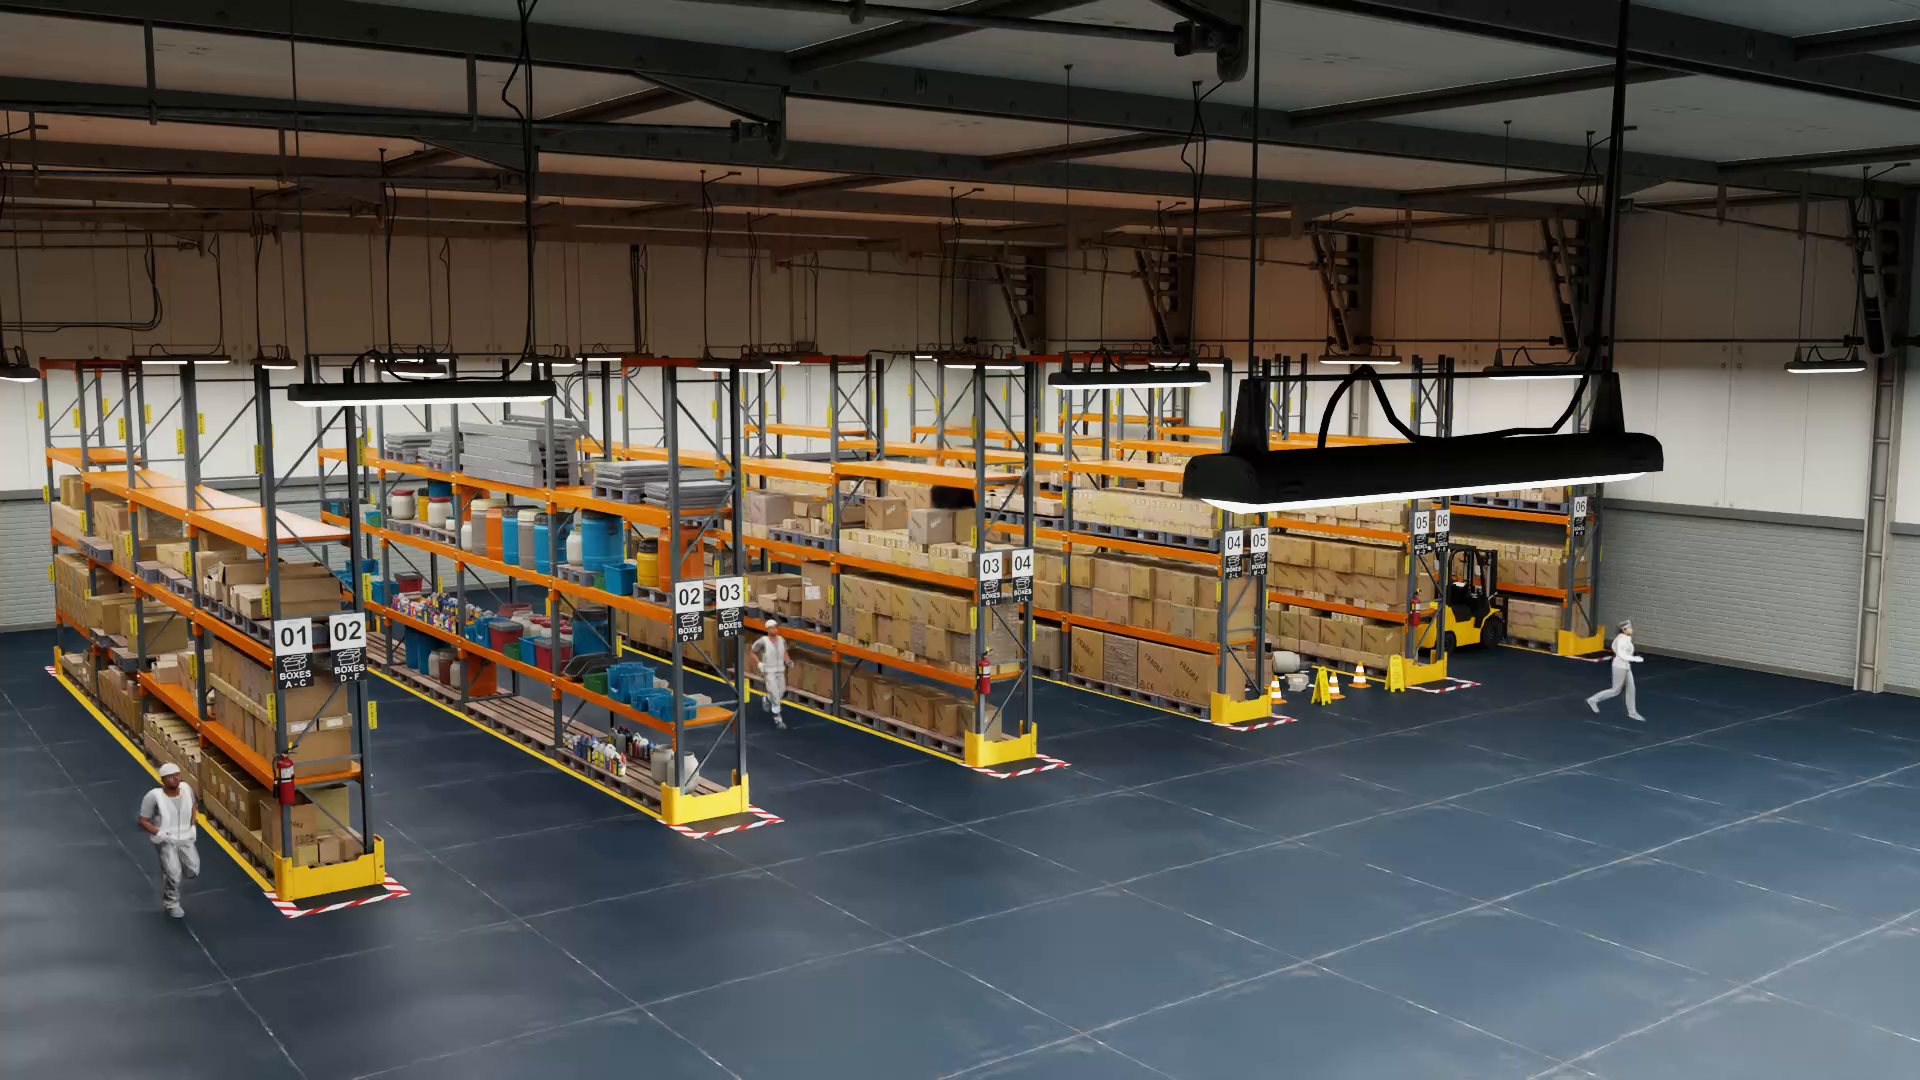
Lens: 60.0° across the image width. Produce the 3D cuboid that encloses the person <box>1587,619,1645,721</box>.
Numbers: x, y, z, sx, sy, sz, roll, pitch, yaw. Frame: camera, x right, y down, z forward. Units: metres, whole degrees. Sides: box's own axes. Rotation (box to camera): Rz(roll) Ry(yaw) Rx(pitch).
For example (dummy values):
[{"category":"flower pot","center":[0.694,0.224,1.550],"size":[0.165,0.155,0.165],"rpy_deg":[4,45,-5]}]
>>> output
[{"category":"person","center":[11.023,2.164,27.848],"size":[0.920,1.696,0.625],"rpy_deg":[3,8,26]}]

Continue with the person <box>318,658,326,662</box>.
[{"category":"person","center":[-10.905,2.171,27.812],"size":[0.704,1.713,0.798],"rpy_deg":[-6,9,-40]}]

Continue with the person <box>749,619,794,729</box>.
[{"category":"person","center":[-3.109,2.183,27.390],"size":[0.655,1.774,0.845],"rpy_deg":[-5,9,-36]}]

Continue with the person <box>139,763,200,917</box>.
[{"category":"person","center":[-8.678,3.294,18.319],"size":[0.618,1.729,0.682],"rpy_deg":[5,8,35]}]
